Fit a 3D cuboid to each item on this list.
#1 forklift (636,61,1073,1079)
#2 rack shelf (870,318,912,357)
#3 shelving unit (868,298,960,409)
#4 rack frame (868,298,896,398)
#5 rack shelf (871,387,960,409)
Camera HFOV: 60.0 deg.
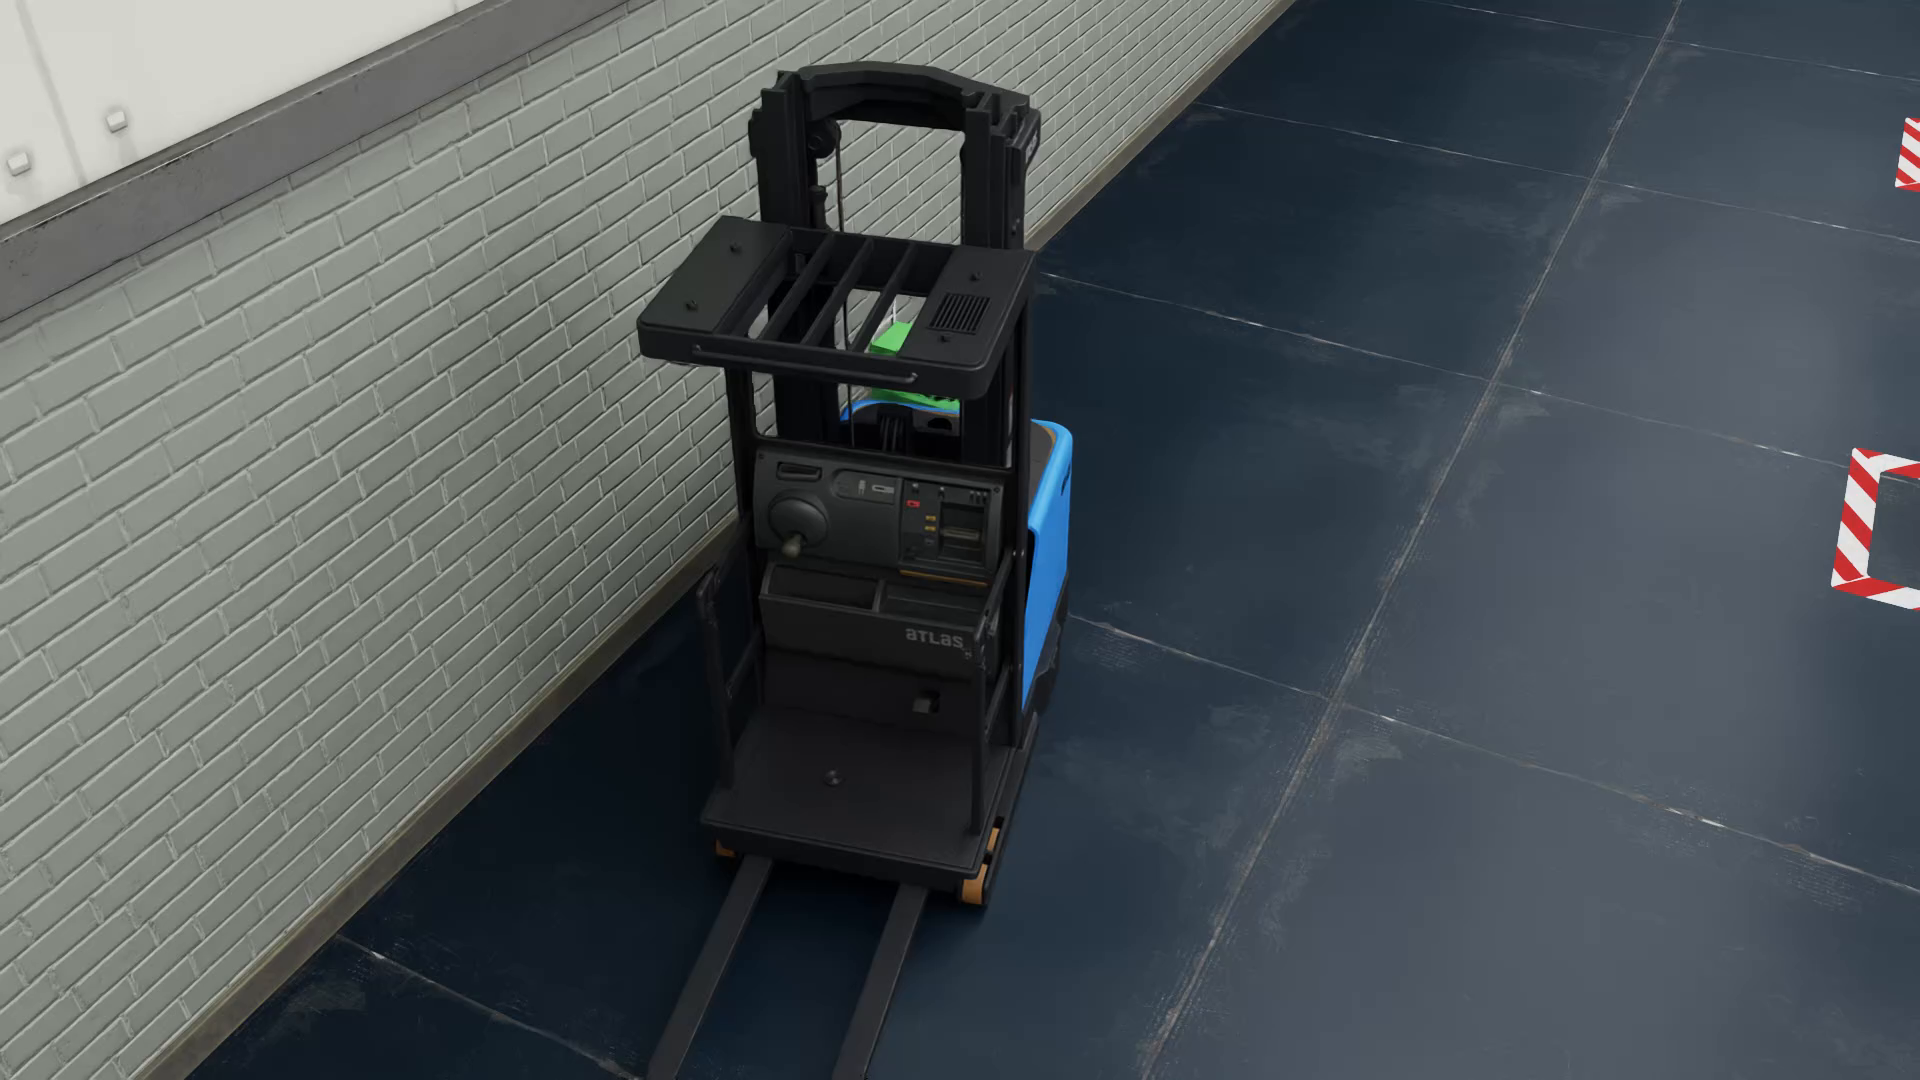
[{"bbox_3d":[-0.352,-0.020,5.871,1.130,2.935,3.031,9,38,11],"label":"forklift"},{"bbox_3d":[-0.147,-0.855,7.716,0.480,0.148,0.258,17,41,21],"label":"rack shelf"},{"bbox_3d":[-0.147,-0.524,7.968,0.503,1.200,0.258,17,41,21],"label":"shelving unit"},{"bbox_3d":[-0.364,-0.592,8.057,0.015,1.200,0.240,17,41,21],"label":"rack frame"},{"bbox_3d":[-0.147,-0.664,7.861,0.480,0.148,0.258,17,41,21],"label":"rack shelf"}]
